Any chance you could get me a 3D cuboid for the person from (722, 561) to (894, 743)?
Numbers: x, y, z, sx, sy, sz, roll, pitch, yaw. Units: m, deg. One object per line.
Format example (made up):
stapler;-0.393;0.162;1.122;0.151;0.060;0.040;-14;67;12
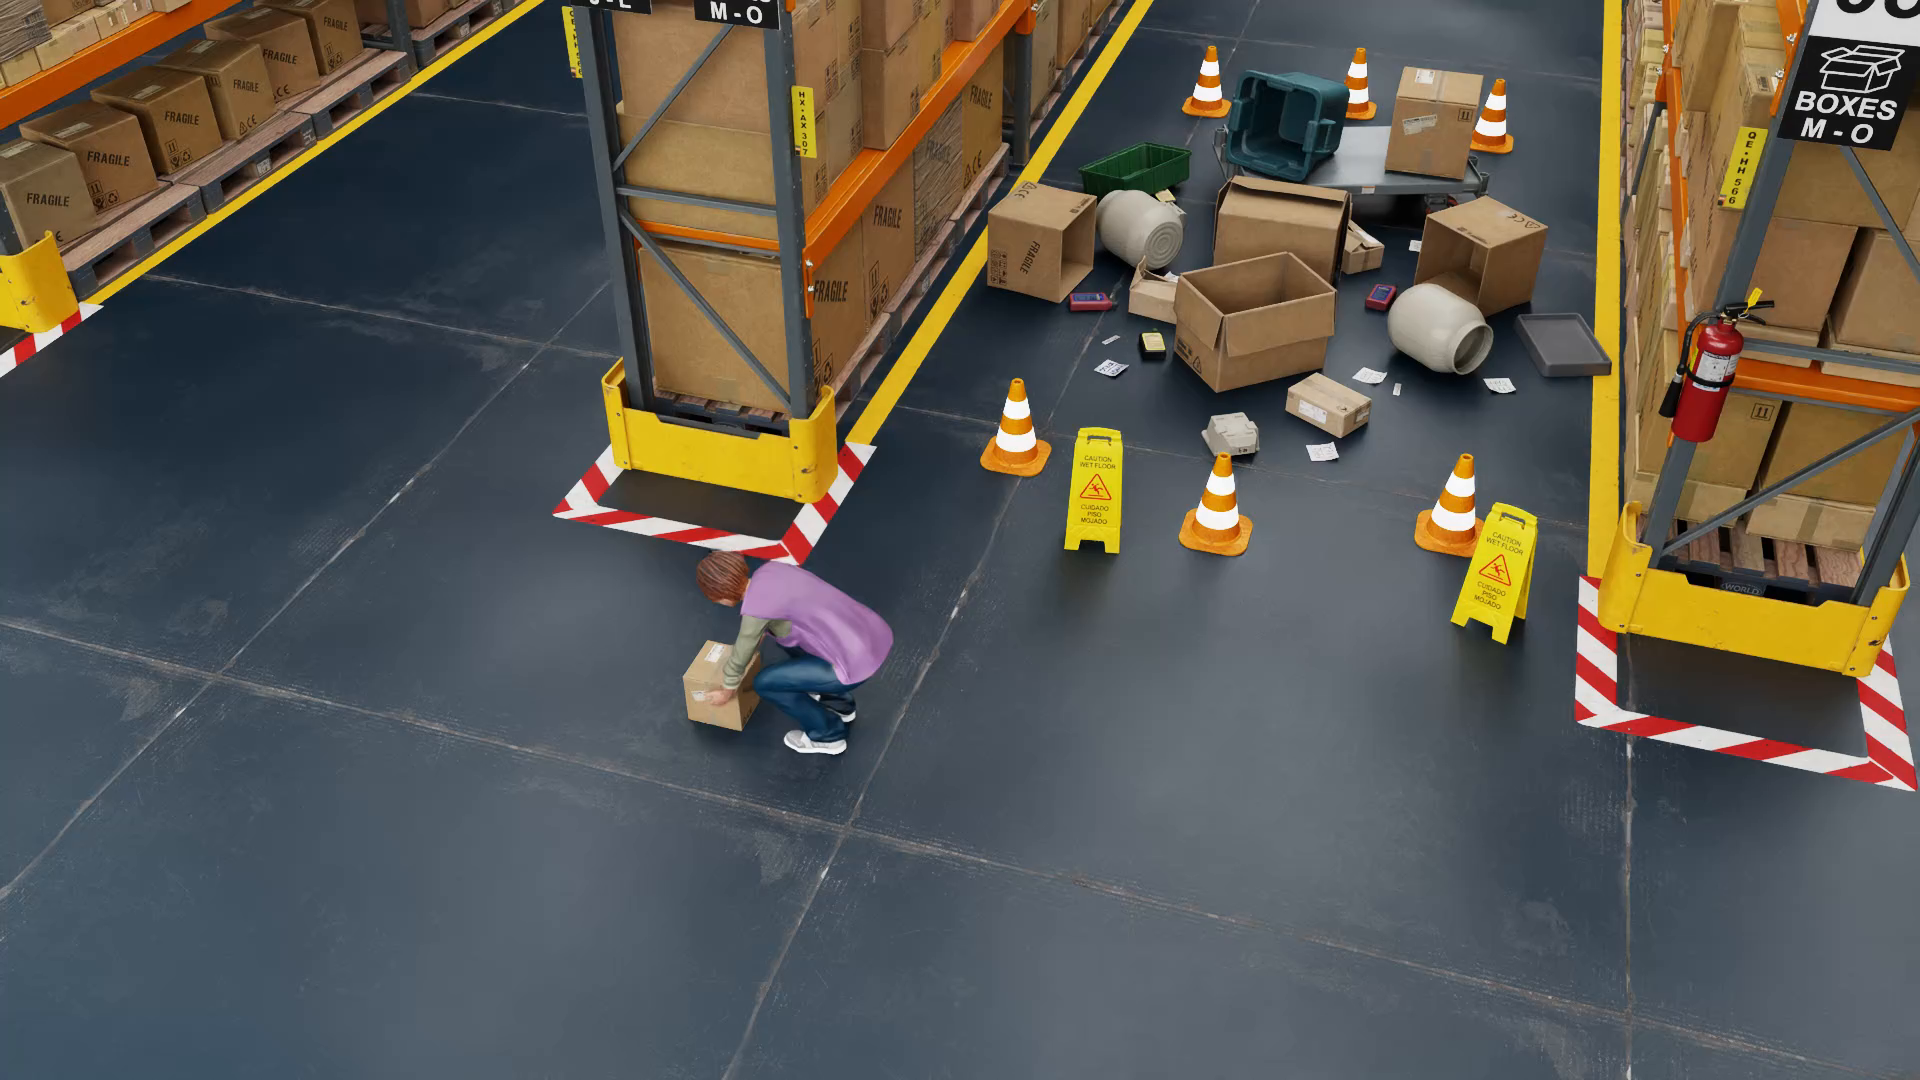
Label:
person;-0.613;0.475;6.864;0.666;0.747;0.443;11;39;14
